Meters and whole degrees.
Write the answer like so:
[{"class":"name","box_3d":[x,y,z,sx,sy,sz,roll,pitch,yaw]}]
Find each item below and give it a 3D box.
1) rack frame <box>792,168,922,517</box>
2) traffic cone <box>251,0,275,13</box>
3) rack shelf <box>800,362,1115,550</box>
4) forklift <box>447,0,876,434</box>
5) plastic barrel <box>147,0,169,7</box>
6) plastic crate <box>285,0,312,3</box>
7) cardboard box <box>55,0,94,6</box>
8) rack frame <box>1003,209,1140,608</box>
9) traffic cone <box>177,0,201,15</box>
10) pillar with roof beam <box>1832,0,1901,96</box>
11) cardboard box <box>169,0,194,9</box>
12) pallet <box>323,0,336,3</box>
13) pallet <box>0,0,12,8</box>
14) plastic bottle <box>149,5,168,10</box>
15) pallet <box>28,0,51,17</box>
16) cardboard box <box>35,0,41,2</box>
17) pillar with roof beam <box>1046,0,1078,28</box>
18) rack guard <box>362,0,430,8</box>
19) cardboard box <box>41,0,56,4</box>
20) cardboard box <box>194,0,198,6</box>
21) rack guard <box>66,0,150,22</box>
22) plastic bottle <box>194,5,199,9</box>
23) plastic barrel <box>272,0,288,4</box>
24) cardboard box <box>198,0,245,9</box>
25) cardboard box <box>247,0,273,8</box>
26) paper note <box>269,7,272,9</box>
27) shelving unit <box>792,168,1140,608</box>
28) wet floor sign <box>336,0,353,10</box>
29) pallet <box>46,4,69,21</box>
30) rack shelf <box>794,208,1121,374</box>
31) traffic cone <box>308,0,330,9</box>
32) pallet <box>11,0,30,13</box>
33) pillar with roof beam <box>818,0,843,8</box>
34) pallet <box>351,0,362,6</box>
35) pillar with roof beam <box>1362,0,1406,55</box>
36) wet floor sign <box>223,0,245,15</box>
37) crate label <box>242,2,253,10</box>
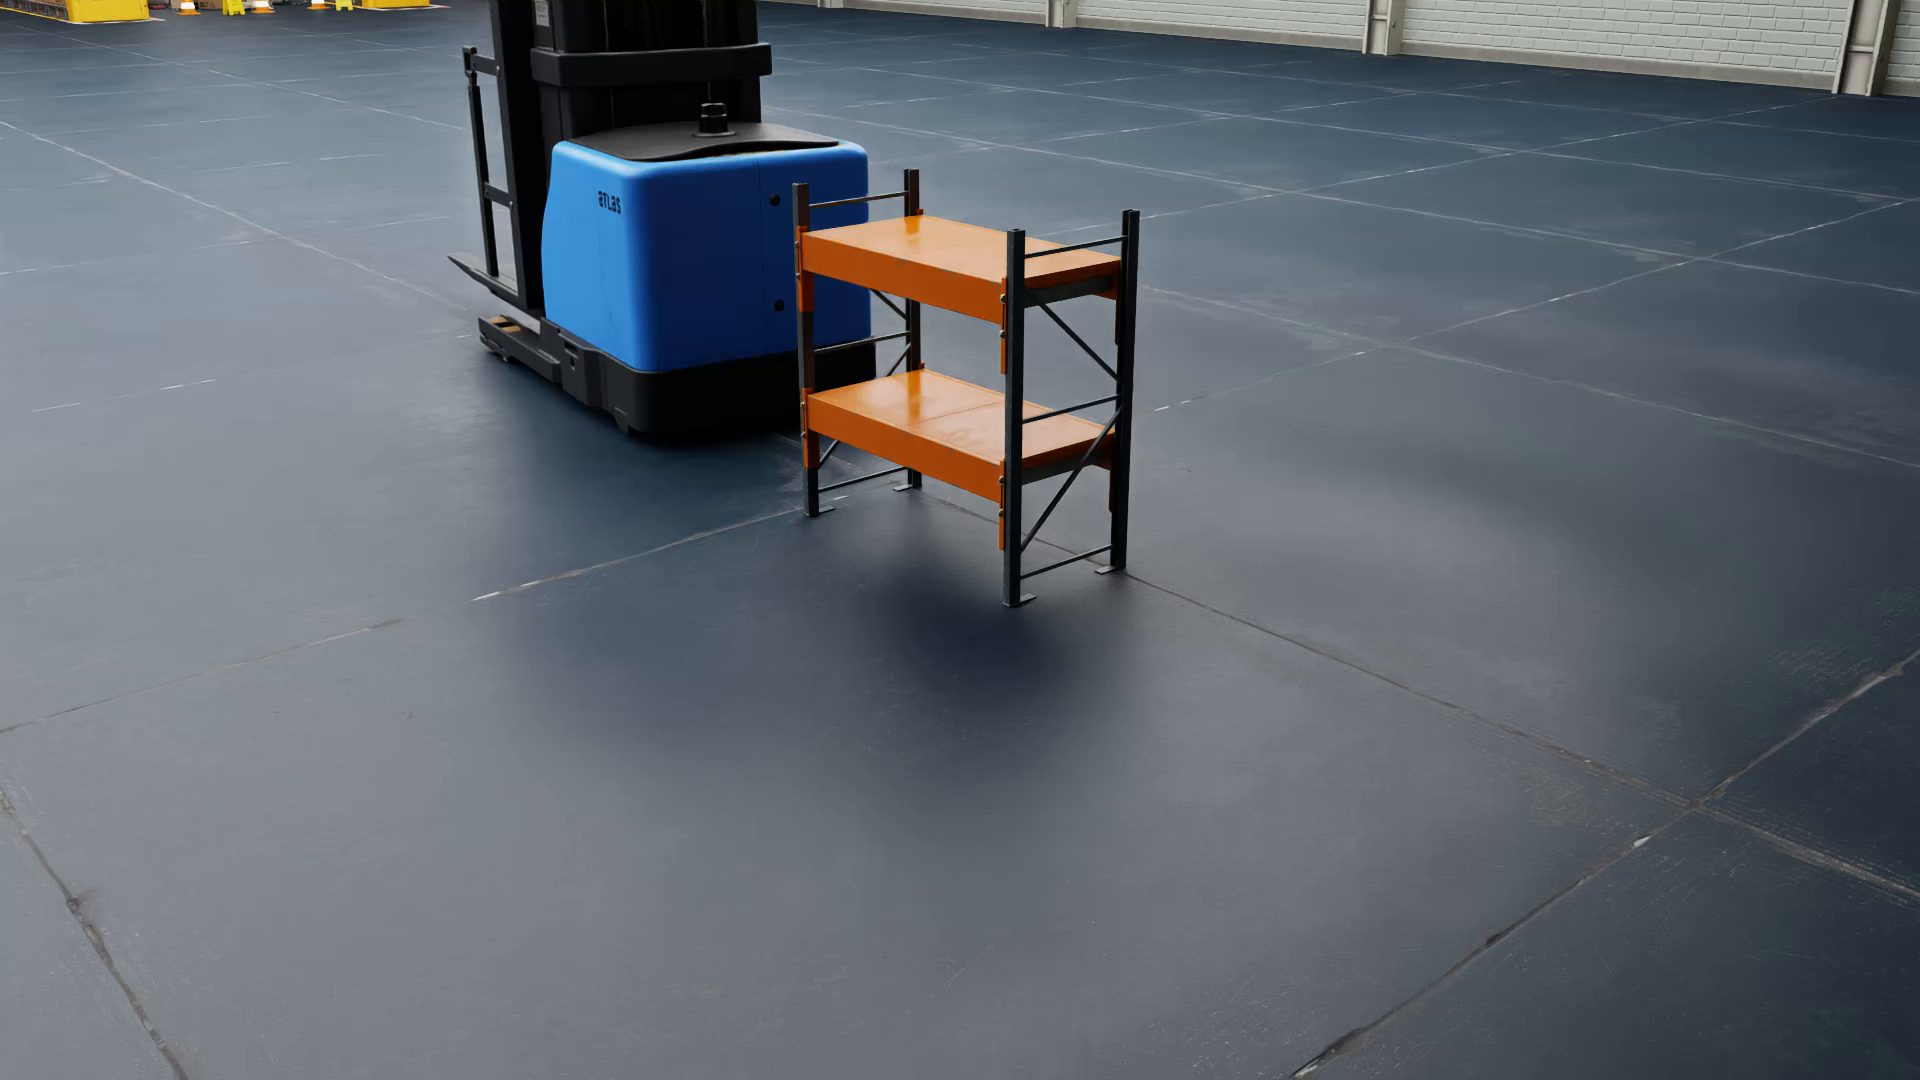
[{"class":"rack frame","box_3d":[-0.336,-0.666,5.642,0.500,1.125,0.032,-17,27,-37]},{"class":"traffic cone","box_3d":[-12.119,-9.394,28.834,0.336,0.463,0.334,-17,27,-37]},{"class":"rack shelf","box_3d":[-0.004,-0.298,5.373,0.538,0.278,1.000,-17,27,-37]},{"class":"forklift","box_3d":[-1.568,-2.253,7.218,1.130,2.935,3.031,-13,25,-30]},{"class":"plastic barrel","box_3d":[-14.635,-9.873,30.110,0.512,0.421,0.421,0,21,-1]},{"class":"plastic crate","box_3d":[-12.450,-10.238,31.515,0.583,0.080,0.402,12,24,27]},{"class":"cardboard box","box_3d":[-14.419,-9.293,27.436,0.875,0.875,0.875,-17,27,-37]},{"class":"rack frame","box_3d":[0.327,-0.385,4.925,0.500,1.125,0.032,-17,27,-37]},{"class":"traffic cone","box_3d":[-13.197,-9.219,28.387,0.336,0.463,0.334,-17,27,-37]},{"class":"pillar with roof beam","box_3d":[6.149,-7.849,13.185,9.100,9.000,0.400,-17,27,-37]},{"class":"cardboard box","box_3d":[-14.020,-9.711,29.914,0.396,0.266,0.258,-12,25,-28]},{"class":"pallet","box_3d":[-11.587,-10.414,31.784,1.003,0.211,1.213,-17,27,-37]},{"class":"pallet","box_3d":[-17.098,-9.917,30.515,1.003,0.211,1.213,-17,27,-37]},{"class":"plastic bottle","box_3d":[-14.284,-9.494,29.639,0.133,0.061,0.283,12,24,27]},{"class":"pallet","box_3d":[-15.300,-9.156,28.572,1.003,0.211,1.213,-17,27,-37]},{"class":"cardboard box","box_3d":[-15.588,-9.788,28.700,0.875,0.875,0.875,-17,27,-37]},{"class":"pillar with roof beam","box_3d":[-1.684,-11.165,21.650,9.100,9.000,0.400,-17,27,-37]},{"class":"rack guard","box_3d":[-10.292,-9.979,30.276,1.175,0.500,0.348,-17,27,-37]},{"class":"cardboard box","box_3d":[-14.995,-9.536,28.055,0.875,0.875,0.875,-18,28,-38]},{"class":"cardboard box","box_3d":[-13.923,-10.162,30.552,0.797,0.637,0.503,-17,27,-37]},{"class":"rack guard","box_3d":[-13.911,-8.745,27.126,1.175,0.500,0.348,-17,27,-37]},{"class":"plastic bottle","box_3d":[-13.713,-9.497,29.648,0.283,0.061,0.133,12,24,27]},{"class":"plastic barrel","box_3d":[-12.737,-10.132,30.773,0.512,0.421,0.421,0,21,-1]},{"class":"cardboard box","box_3d":[-13.307,-9.842,29.922,0.637,0.503,0.797,3,22,9]},{"class":"cardboard box","box_3d":[-12.628,-9.675,29.983,0.380,0.149,0.250,-4,22,-10]},{"class":"paper note","box_3d":[-12.367,-9.527,29.765,0.142,0.019,0.148,12,24,27]},{"class":"shelving unit","box_3d":[-0.004,-0.526,5.284,0.538,1.125,1.048,-17,27,-37]},{"class":"wet floor sign","box_3d":[-10.929,-9.718,29.412,0.267,0.644,0.232,-8,23,-19]},{"class":"pallet","box_3d":[-14.507,-8.819,27.712,1.003,0.211,1.213,-17,27,-37]},{"class":"rack shelf","box_3d":[-0.004,-0.798,5.177,0.538,0.278,1.000,-17,27,-37]},{"class":"traffic cone","box_3d":[-11.500,-9.752,29.749,0.336,0.463,0.334,-17,27,-37]},{"class":"pallet","box_3d":[-16.100,-9.493,29.433,1.003,0.211,1.213,-17,27,-37]},{"class":"pillar with roof beam","box_3d":[-5.601,-12.822,25.882,9.100,9.000,0.400,-17,27,-37]},{"class":"pallet","box_3d":[-10.795,-10.077,30.923,1.003,0.211,1.213,-17,27,-37]},{"class":"pillar with roof beam","box_3d":[2.232,-9.507,17.417,9.100,9.000,0.400,-17,27,-37]},{"class":"wet floor sign","box_3d":[-12.407,-9.283,28.299,0.232,0.644,0.267,17,27,36]},{"class":"crate label","box_3d":[-12.679,-9.445,29.410,0.298,0.136,0.250,7,23,18]}]
